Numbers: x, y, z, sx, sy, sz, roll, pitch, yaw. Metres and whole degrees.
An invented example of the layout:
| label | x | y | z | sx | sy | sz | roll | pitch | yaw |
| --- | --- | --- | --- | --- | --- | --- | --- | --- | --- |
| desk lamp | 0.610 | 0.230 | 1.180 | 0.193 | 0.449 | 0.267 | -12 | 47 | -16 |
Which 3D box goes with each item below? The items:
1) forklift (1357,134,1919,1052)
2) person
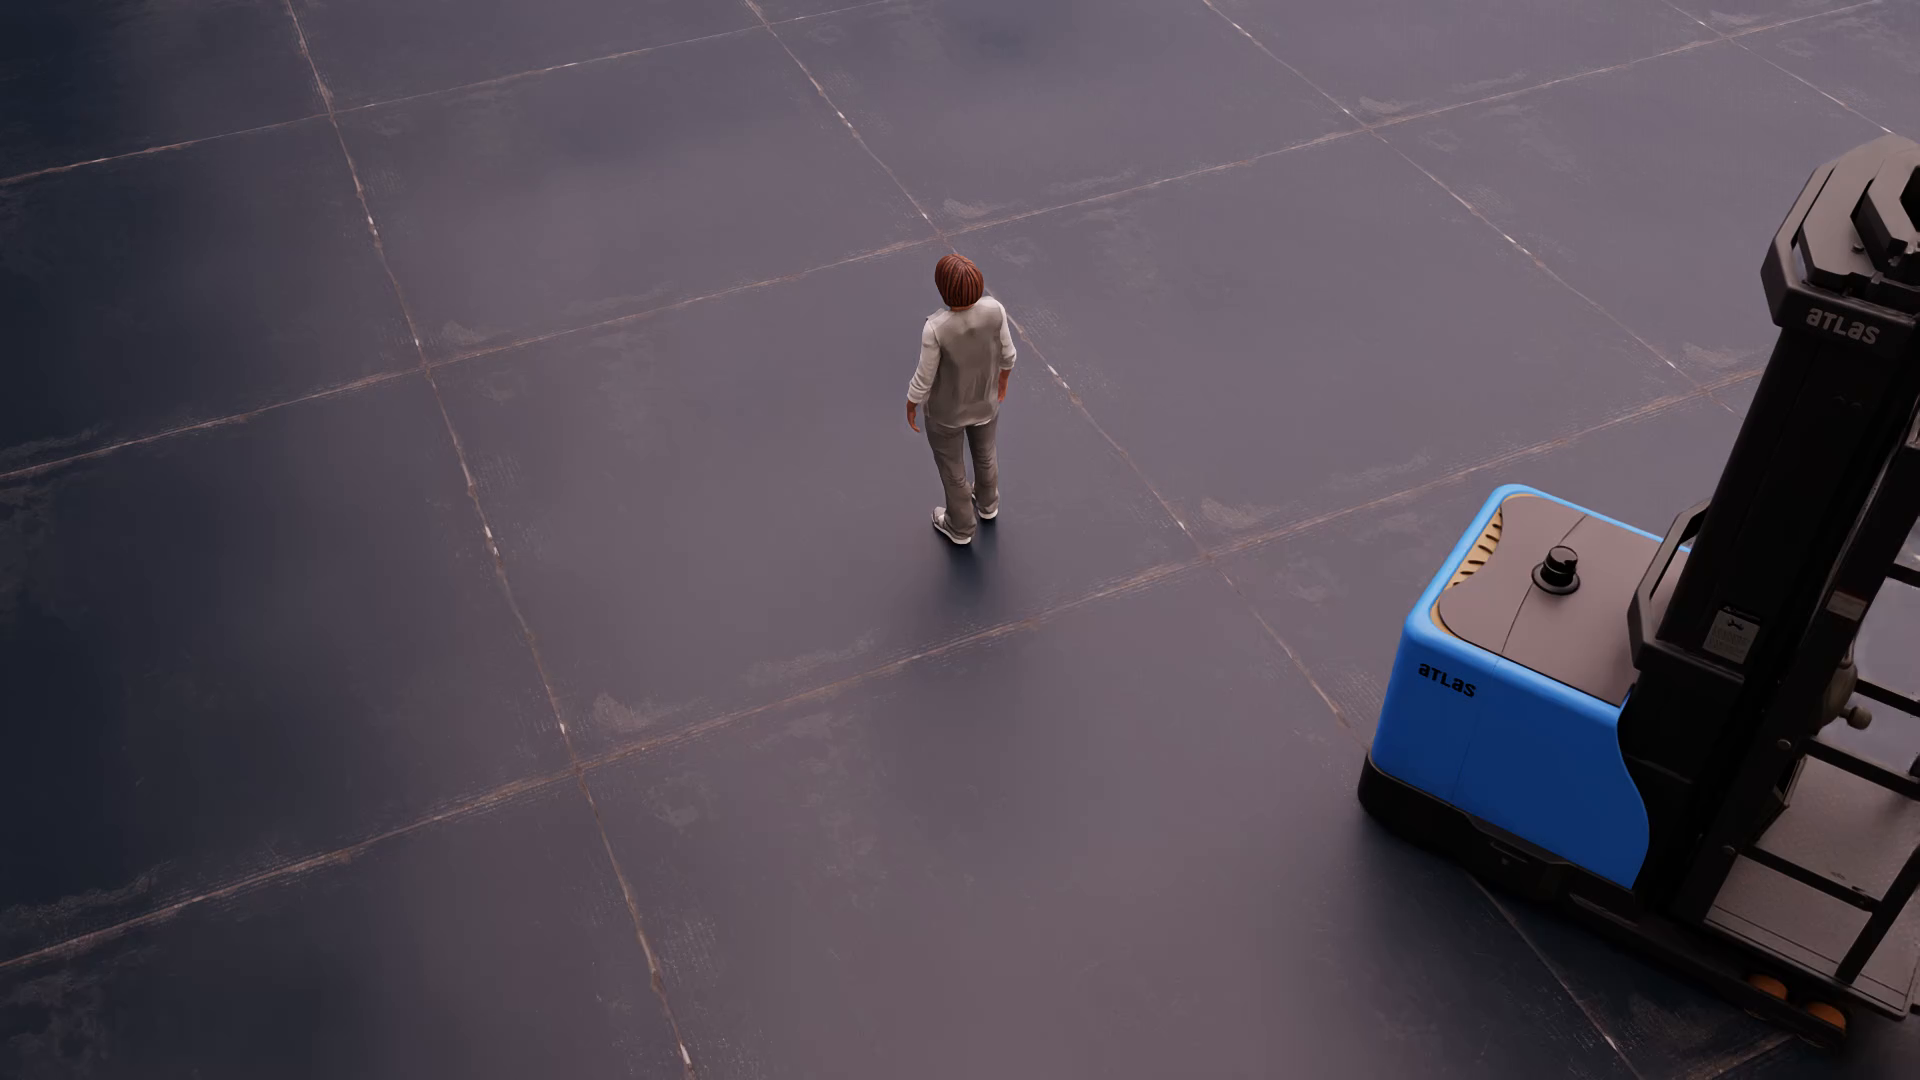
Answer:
| label | x | y | z | sx | sy | sz | roll | pitch | yaw |
| --- | --- | --- | --- | --- | --- | --- | --- | --- | --- |
| forklift | 3.090 | 0.309 | 5.349 | 3.031 | 2.935 | 1.130 | 25 | 49 | 24 |
| person | -0.019 | -0.639 | 7.333 | 0.521 | 1.599 | 0.473 | -18 | 46 | -18 |
